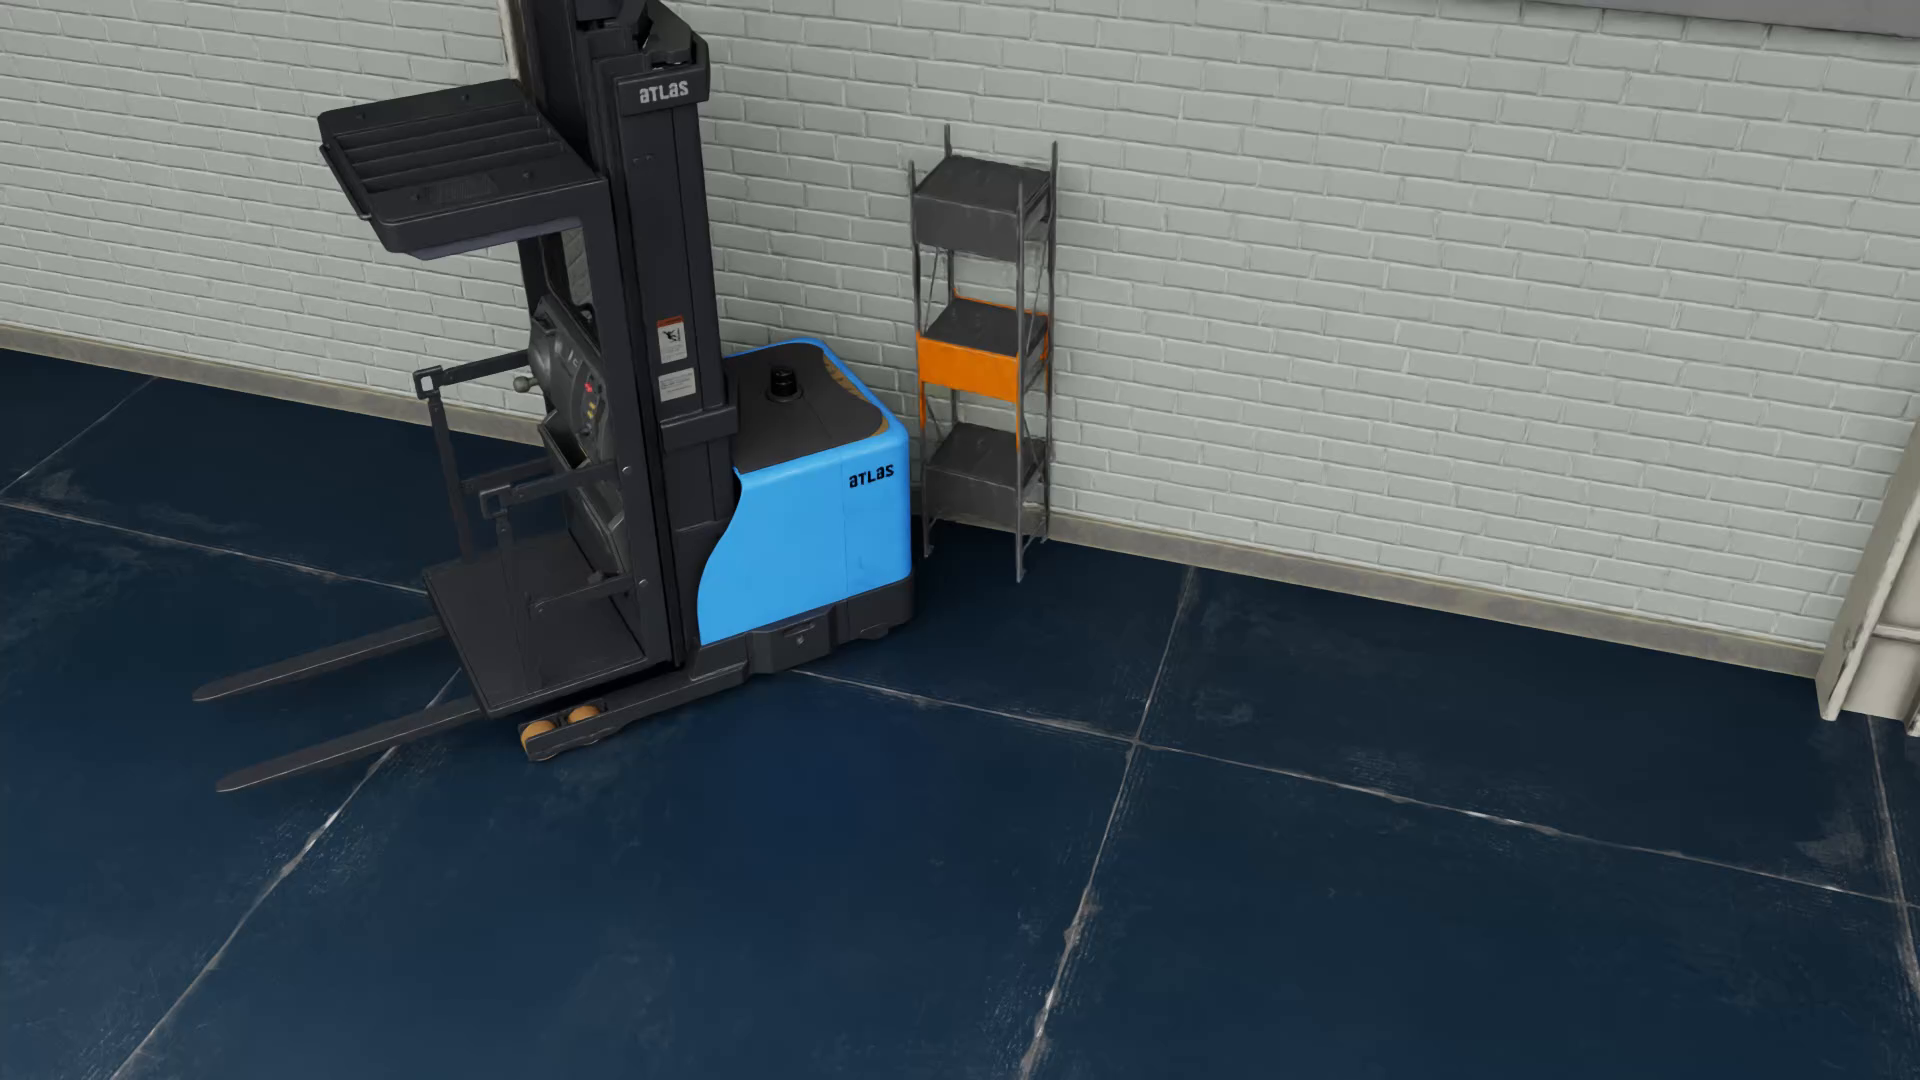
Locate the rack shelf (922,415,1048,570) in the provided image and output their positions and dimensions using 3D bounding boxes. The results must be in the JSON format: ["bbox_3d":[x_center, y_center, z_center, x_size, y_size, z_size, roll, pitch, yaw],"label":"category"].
[{"bbox_3d":[0.129,-0.233,7.979,0.480,0.518,0.431,15,42,19],"label":"rack shelf"}]

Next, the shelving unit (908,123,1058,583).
[{"bbox_3d":[0.116,-0.786,7.528,0.503,2.100,0.431,15,42,19],"label":"shelving unit"}]

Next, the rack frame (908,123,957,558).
[{"bbox_3d":[-0.108,-0.844,7.605,0.015,2.100,0.400,15,42,19],"label":"rack frame"}]

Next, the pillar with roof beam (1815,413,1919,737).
[{"bbox_3d":[2.681,-0.467,1.293,0.400,9.000,9.100,10,38,14],"label":"pillar with roof beam"}]

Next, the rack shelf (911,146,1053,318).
[{"bbox_3d":[0.104,-1.317,7.094,0.480,0.518,0.431,15,42,19],"label":"rack shelf"}]

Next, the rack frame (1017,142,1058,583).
[{"bbox_3d":[0.340,-0.728,7.450,0.015,2.100,0.400,15,42,19],"label":"rack frame"}]

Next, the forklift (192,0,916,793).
[{"bbox_3d":[-1.746,-0.614,6.612,3.031,2.935,1.130,-18,40,-23],"label":"forklift"}]

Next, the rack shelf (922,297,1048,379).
[{"bbox_3d":[0.114,-0.881,7.450,0.457,0.174,0.368,15,42,19],"label":"rack shelf"}]

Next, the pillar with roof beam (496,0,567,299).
[{"bbox_3d":[-3.046,-1.528,2.734,0.400,9.000,9.100,10,38,14],"label":"pillar with roof beam"}]
